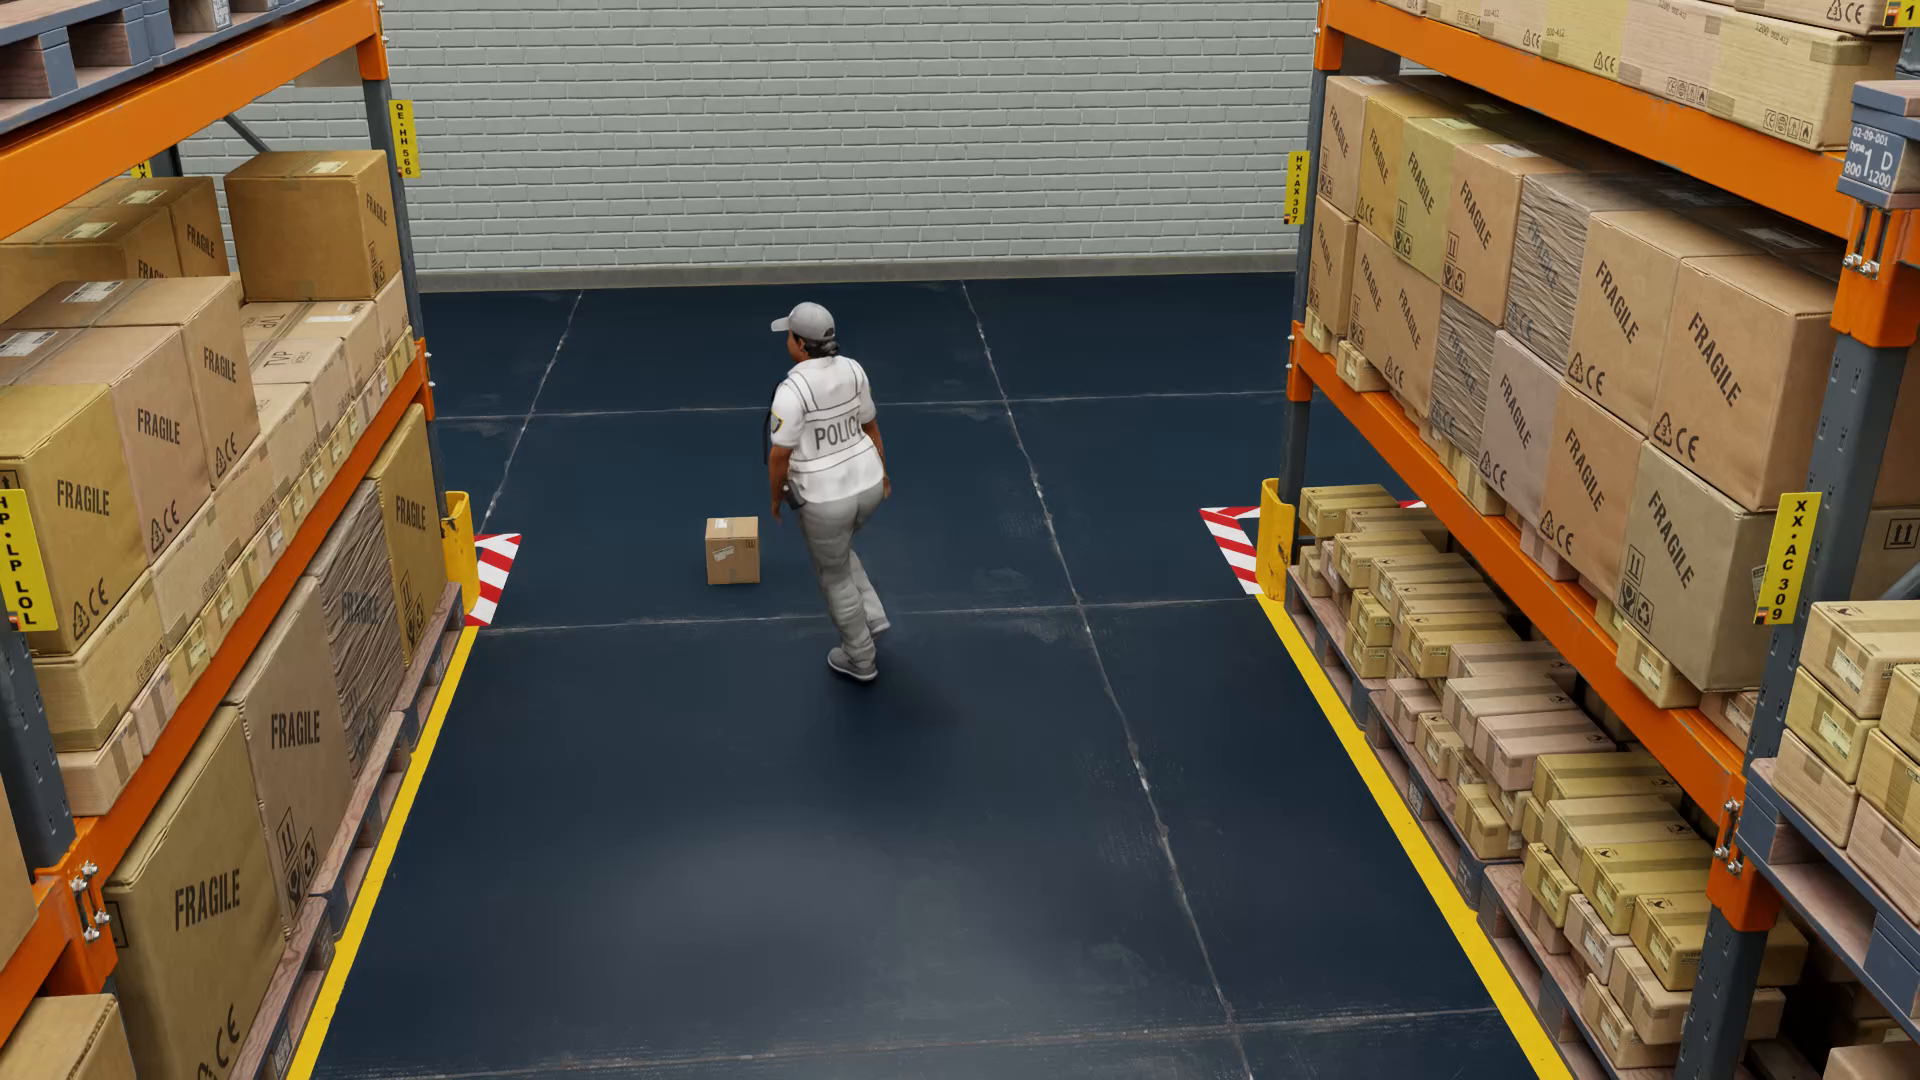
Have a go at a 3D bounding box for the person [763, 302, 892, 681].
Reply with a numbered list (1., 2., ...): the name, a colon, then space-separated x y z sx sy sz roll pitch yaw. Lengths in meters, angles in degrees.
1. person: -0.537 -0.207 7.035 0.459 1.651 0.612 18 30 35
